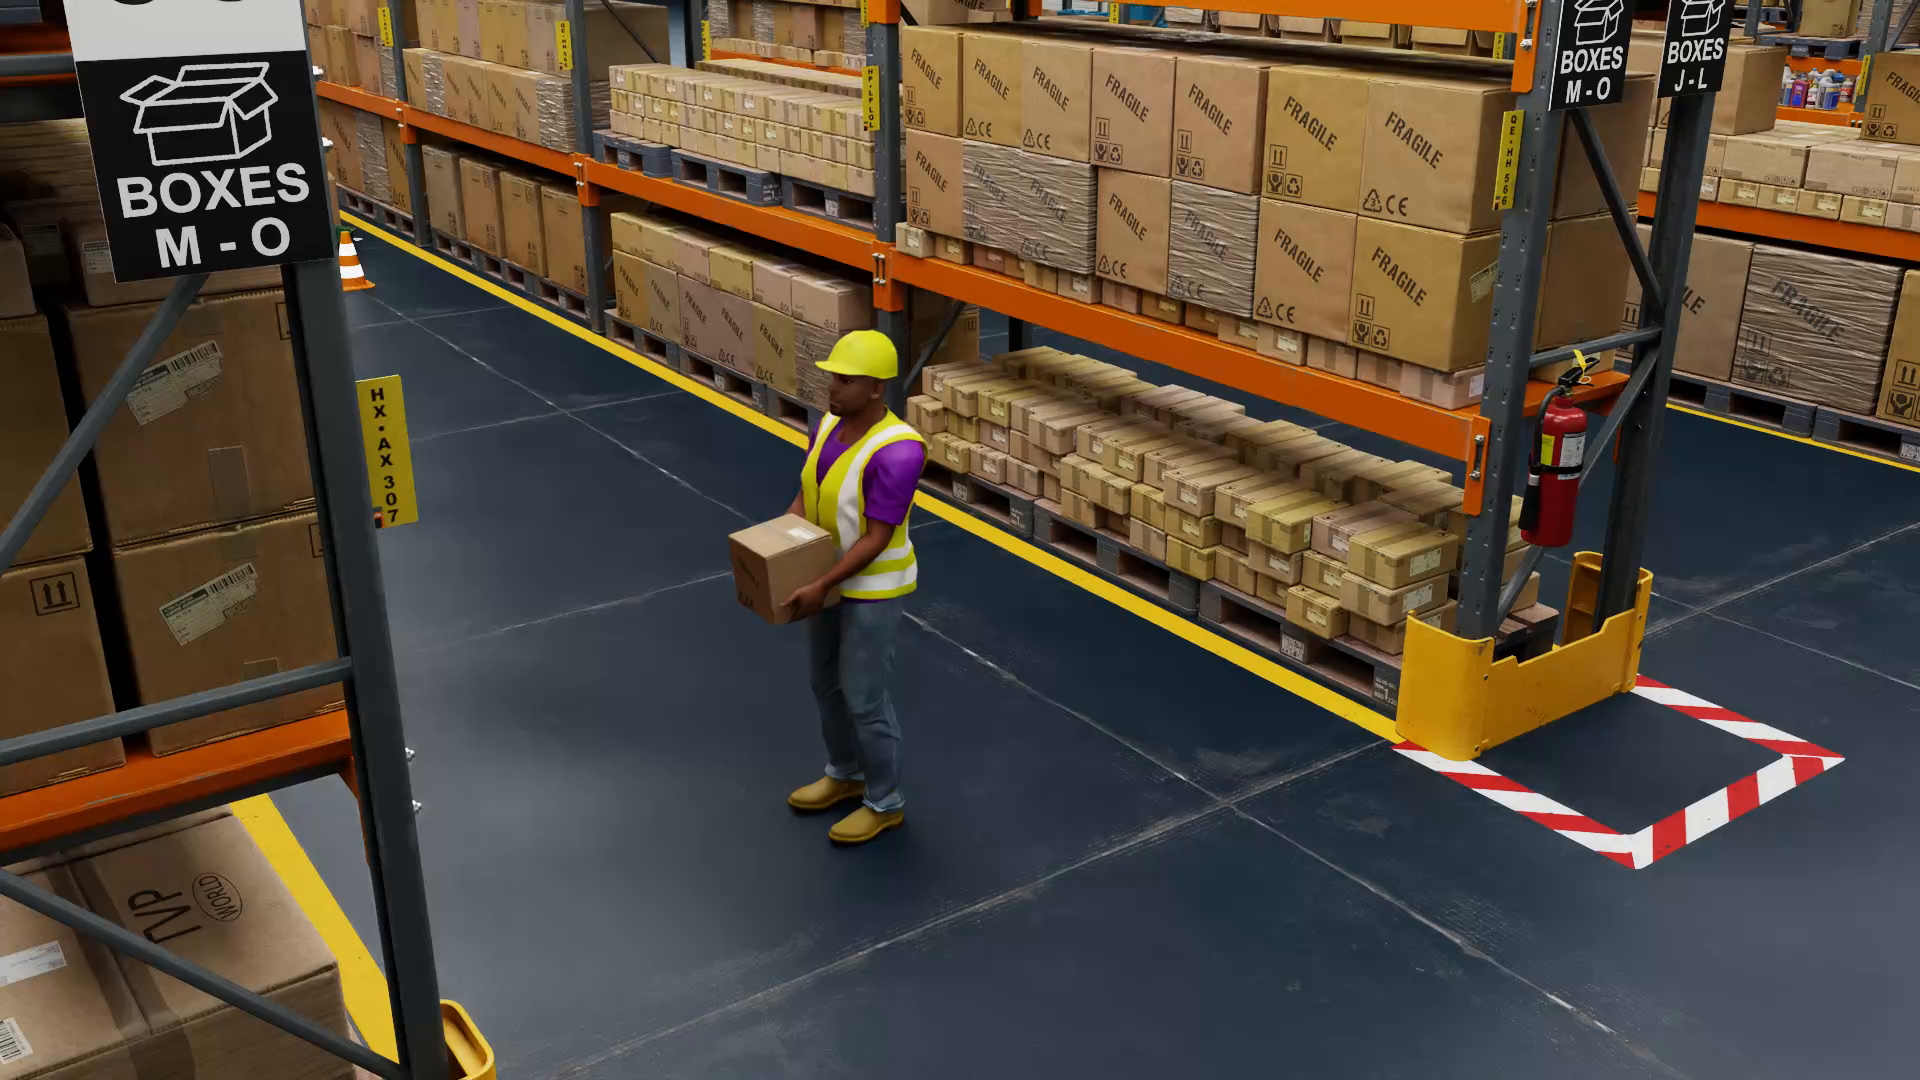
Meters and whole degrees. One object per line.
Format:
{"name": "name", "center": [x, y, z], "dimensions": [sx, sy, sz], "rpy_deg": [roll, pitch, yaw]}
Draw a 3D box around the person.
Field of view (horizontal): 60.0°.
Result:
{"name": "person", "center": [-0.426, 0.176, 5.595], "dimensions": [0.567, 1.769, 0.528], "rpy_deg": [-15, 26, -33]}
